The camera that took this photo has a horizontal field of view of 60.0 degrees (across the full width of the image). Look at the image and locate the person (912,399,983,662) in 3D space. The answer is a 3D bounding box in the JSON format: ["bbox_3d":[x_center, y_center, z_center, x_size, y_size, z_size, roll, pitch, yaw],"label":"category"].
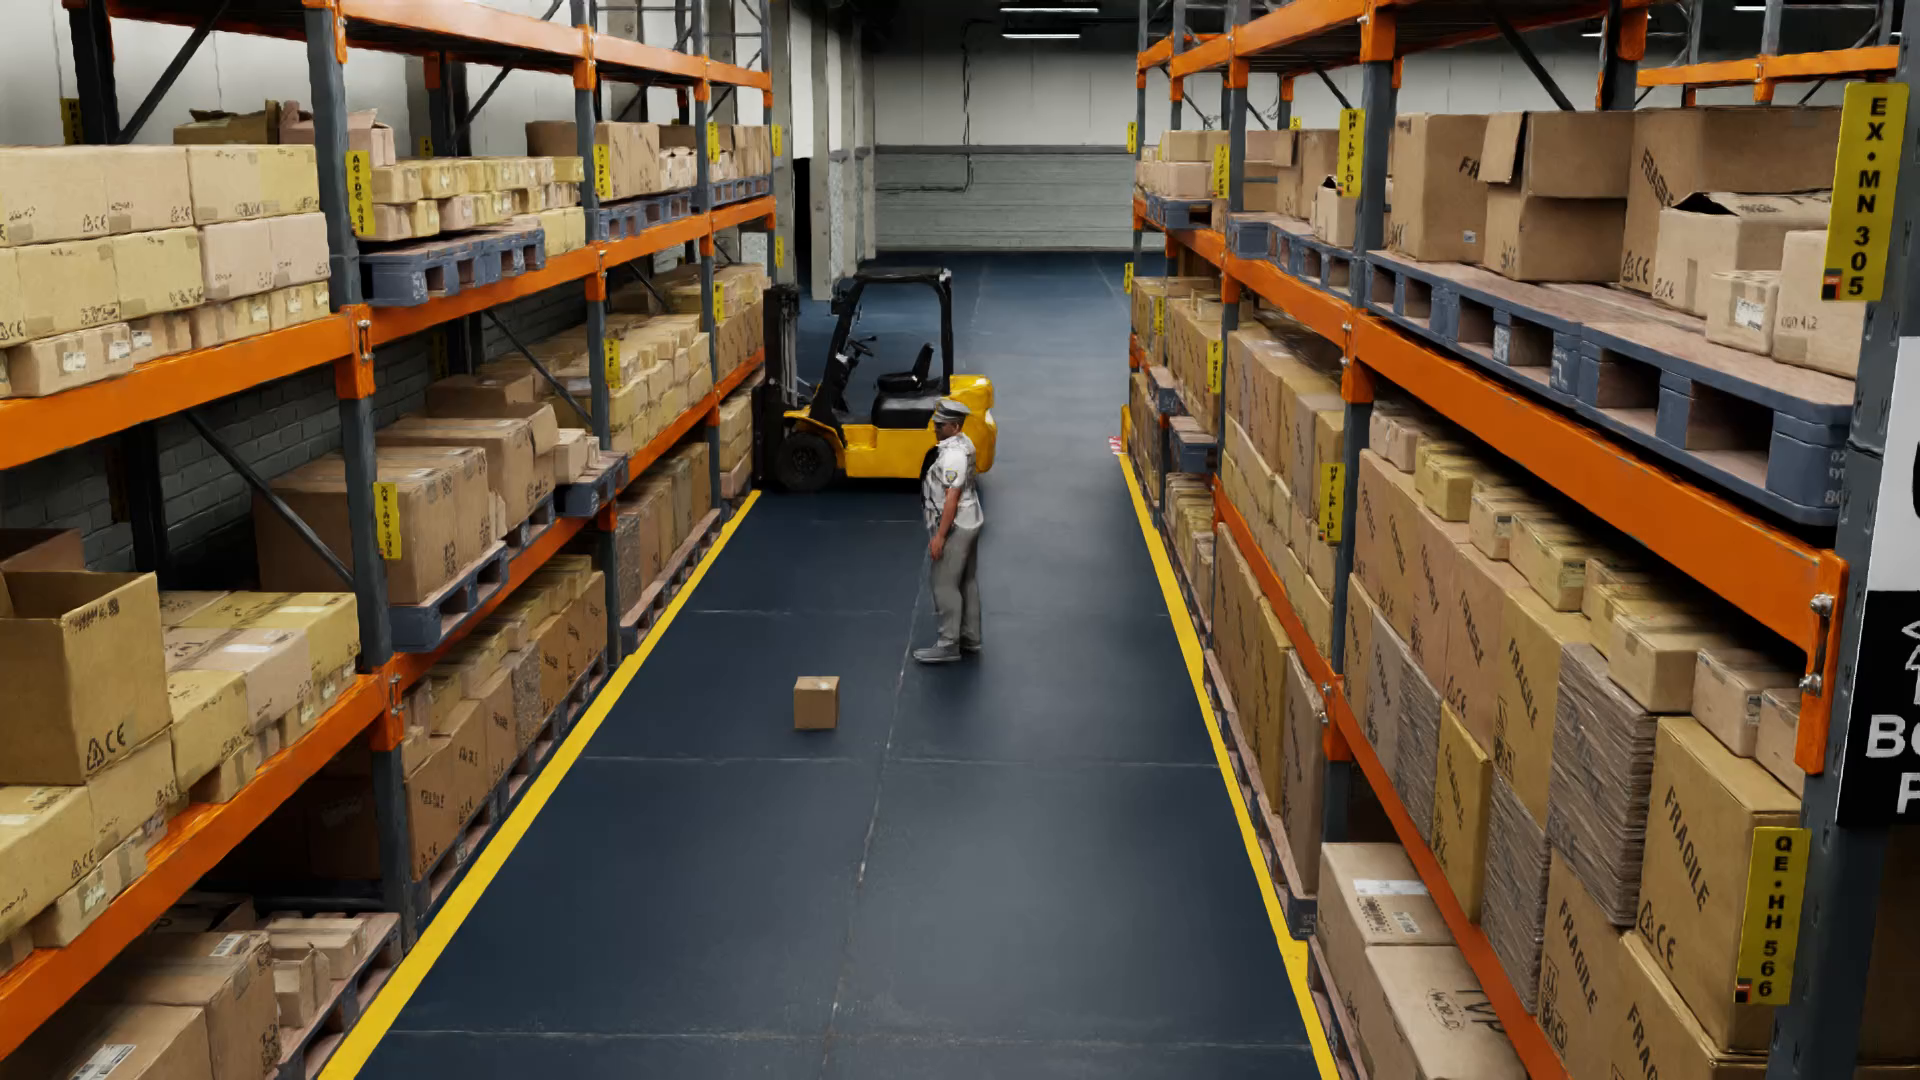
[{"bbox_3d":[-0.070,-0.075,11.174,0.441,1.764,0.612,3,14,11],"label":"person"}]
